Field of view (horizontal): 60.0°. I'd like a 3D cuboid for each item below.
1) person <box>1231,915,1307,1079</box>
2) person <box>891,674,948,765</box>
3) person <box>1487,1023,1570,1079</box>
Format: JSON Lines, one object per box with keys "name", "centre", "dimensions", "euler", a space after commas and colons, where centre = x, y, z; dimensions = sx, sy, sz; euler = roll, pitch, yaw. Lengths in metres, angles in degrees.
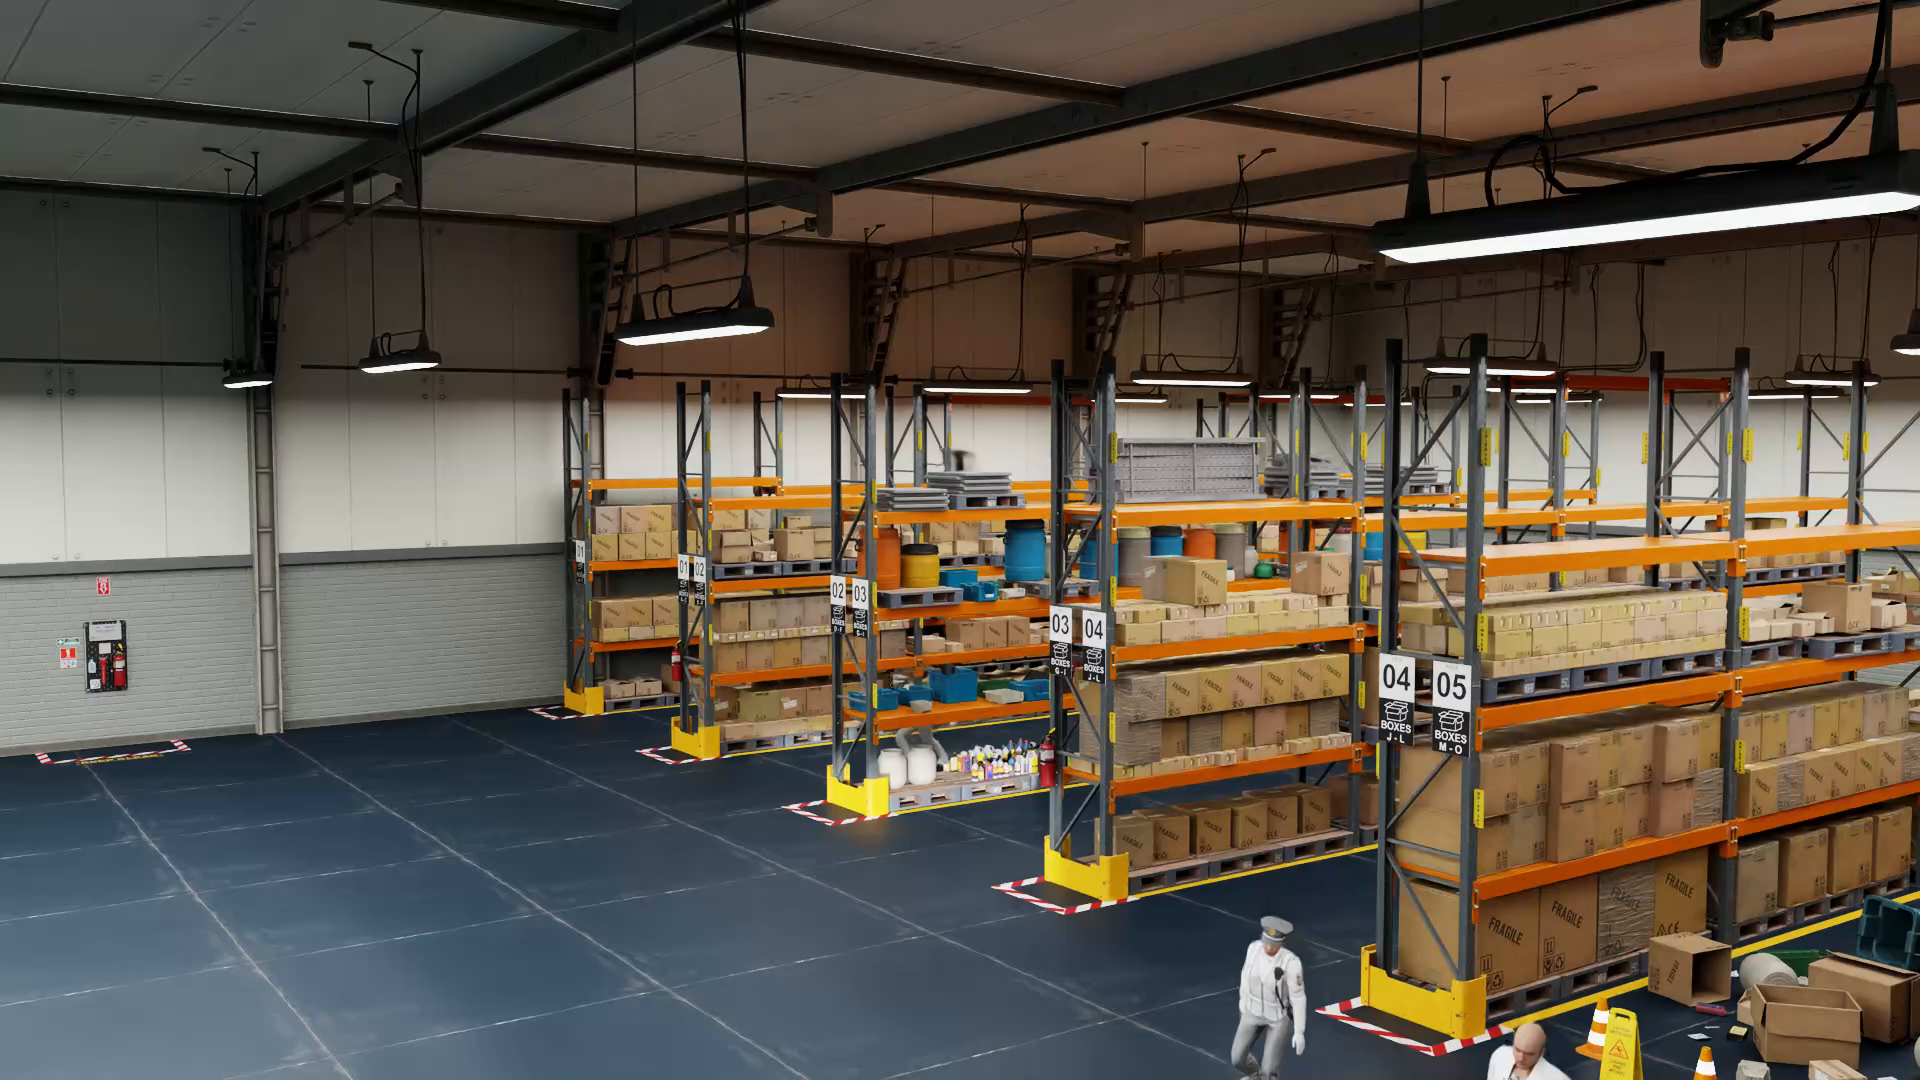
{"name": "person", "centre": [2.316, 3.559, 12.457], "dimensions": [0.706, 1.589, 0.612], "euler": [3, 4, 35]}
{"name": "person", "centre": [-0.596, 2.775, 25.421], "dimensions": [1.015, 1.508, 0.587], "euler": [-2, 4, -26]}
{"name": "person", "centre": [3.414, 3.661, 10.007], "dimensions": [0.647, 1.697, 0.861], "euler": [-3, 5, -40]}
